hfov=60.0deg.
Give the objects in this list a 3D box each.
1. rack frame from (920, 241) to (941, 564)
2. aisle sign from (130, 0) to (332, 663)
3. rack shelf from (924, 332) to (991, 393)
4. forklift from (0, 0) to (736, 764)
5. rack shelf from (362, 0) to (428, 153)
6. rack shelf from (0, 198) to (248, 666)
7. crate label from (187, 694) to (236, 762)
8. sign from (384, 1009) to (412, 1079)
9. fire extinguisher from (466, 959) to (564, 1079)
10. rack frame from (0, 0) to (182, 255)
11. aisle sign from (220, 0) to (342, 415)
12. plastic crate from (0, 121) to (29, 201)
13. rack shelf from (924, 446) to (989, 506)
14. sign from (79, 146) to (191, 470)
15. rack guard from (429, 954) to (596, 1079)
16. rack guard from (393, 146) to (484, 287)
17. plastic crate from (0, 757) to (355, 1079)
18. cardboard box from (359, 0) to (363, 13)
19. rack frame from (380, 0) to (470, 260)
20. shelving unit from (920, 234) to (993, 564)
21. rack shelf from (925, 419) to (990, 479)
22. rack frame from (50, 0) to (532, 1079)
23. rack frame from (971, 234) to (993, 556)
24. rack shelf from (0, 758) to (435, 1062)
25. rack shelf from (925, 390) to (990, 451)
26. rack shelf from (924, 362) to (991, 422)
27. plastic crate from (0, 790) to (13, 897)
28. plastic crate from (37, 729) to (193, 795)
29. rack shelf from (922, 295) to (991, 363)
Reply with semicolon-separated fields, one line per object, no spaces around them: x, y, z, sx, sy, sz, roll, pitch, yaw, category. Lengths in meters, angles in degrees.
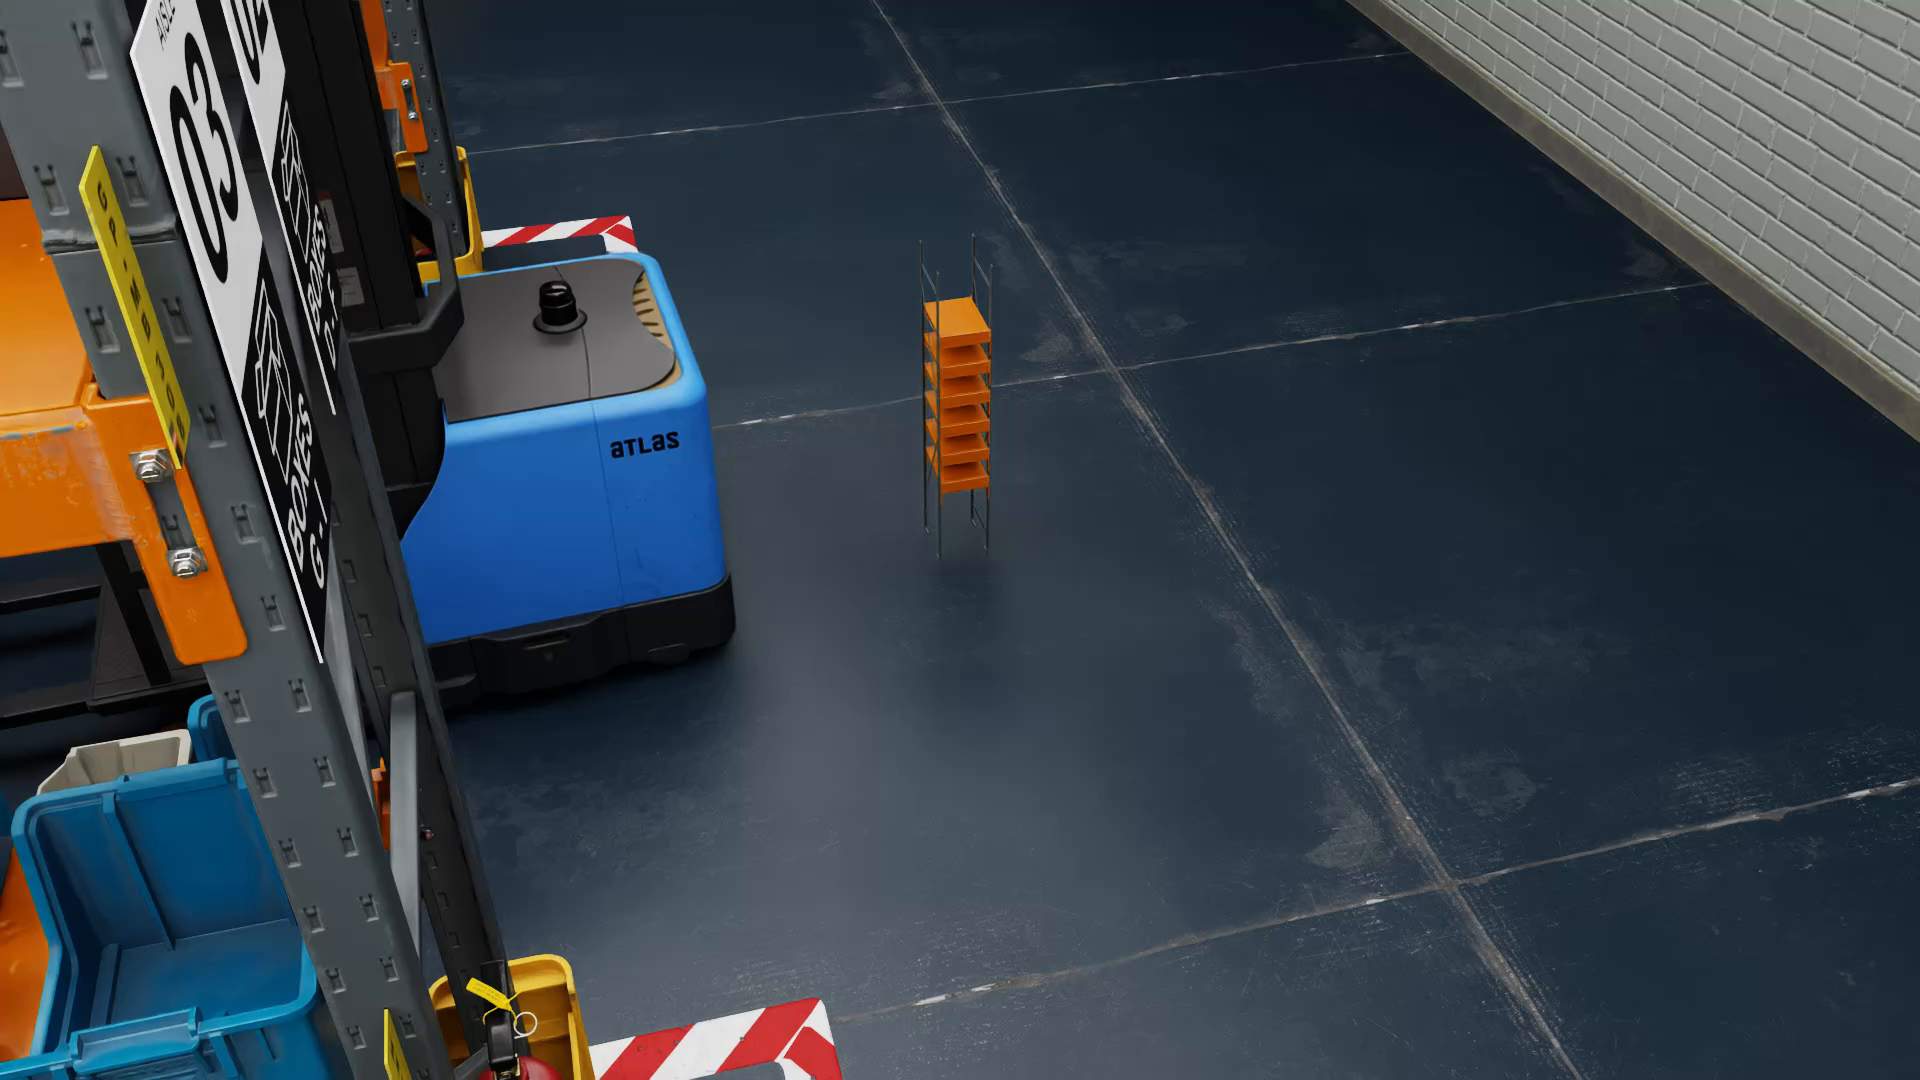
-0.102;-0.460;5.864;0.006;1.200;0.240;-9;38;-12;rack frame
-0.853;-0.274;2.000;0.004;0.787;0.394;-9;38;-12;aisle sign
-0.014;-0.630;5.764;0.180;0.103;0.258;-9;38;-12;rack shelf
-2.348;-0.781;4.859;3.031;2.935;1.130;-11;39;-14;forklift
-4.217;-1.705;6.603;4.000;0.370;1.077;-9;38;-12;rack shelf
-2.930;0.009;1.892;4.000;0.370;1.077;-9;38;-12;rack shelf
-1.323;0.487;3.233;0.303;0.233;0.416;-9;38;-12;crate label
-0.840;0.853;2.531;0.005;0.325;0.100;-9;38;-12;sign
-0.735;1.020;2.819;0.183;0.674;0.296;-9;38;-12;fire extinguisher
-0.999;-1.785;1.177;0.127;3.000;1.000;-9;38;-12;rack frame
-1.007;-0.620;2.452;0.004;0.787;0.394;-9;38;-12;aisle sign
-1.443;-0.644;2.262;0.590;0.269;0.497;-9;38;-12;plastic crate
-0.014;-0.248;6.055;0.180;0.103;0.258;-9;38;-12;rack shelf
-0.840;-0.232;1.701;0.005;0.325;0.100;-9;38;-12;sign
-0.979;1.580;3.774;0.348;0.500;1.175;-9;38;-12;rack guard
-2.360;-1.303;7.542;0.348;0.500;1.175;-9;38;-12;rack guard
-1.273;0.723;2.758;0.499;0.435;0.616;-9;38;-12;plastic crate
-2.784;-2.432;6.878;0.500;0.500;0.500;-9;38;-11;cardboard box
-2.287;-2.308;6.798;0.127;3.000;1.000;-9;38;-12;rack frame
-0.014;-0.474;5.882;0.189;1.200;0.258;-9;38;-12;shelving unit
-0.014;-0.344;5.982;0.180;0.103;0.258;-9;38;-12;rack shelf
-0.999;0.598;2.999;0.127;3.000;1.000;-9;38;-12;rack frame
0.074;-0.489;5.901;0.006;1.200;0.240;-9;38;-12;rack frame
-2.930;1.201;2.804;4.000;0.370;1.077;-9;38;-12;rack shelf
-0.014;-0.439;5.909;0.180;0.103;0.258;-9;38;-12;rack shelf
-0.014;-0.534;5.837;0.180;0.103;0.258;-9;38;-12;rack shelf
-1.959;0.591;3.097;0.300;0.233;0.416;-9;38;-12;plastic crate
-1.654;0.527;3.260;0.298;0.136;0.250;-9;38;-12;plastic crate
-0.014;-0.725;5.691;0.180;0.103;0.258;-9;38;-12;rack shelf
